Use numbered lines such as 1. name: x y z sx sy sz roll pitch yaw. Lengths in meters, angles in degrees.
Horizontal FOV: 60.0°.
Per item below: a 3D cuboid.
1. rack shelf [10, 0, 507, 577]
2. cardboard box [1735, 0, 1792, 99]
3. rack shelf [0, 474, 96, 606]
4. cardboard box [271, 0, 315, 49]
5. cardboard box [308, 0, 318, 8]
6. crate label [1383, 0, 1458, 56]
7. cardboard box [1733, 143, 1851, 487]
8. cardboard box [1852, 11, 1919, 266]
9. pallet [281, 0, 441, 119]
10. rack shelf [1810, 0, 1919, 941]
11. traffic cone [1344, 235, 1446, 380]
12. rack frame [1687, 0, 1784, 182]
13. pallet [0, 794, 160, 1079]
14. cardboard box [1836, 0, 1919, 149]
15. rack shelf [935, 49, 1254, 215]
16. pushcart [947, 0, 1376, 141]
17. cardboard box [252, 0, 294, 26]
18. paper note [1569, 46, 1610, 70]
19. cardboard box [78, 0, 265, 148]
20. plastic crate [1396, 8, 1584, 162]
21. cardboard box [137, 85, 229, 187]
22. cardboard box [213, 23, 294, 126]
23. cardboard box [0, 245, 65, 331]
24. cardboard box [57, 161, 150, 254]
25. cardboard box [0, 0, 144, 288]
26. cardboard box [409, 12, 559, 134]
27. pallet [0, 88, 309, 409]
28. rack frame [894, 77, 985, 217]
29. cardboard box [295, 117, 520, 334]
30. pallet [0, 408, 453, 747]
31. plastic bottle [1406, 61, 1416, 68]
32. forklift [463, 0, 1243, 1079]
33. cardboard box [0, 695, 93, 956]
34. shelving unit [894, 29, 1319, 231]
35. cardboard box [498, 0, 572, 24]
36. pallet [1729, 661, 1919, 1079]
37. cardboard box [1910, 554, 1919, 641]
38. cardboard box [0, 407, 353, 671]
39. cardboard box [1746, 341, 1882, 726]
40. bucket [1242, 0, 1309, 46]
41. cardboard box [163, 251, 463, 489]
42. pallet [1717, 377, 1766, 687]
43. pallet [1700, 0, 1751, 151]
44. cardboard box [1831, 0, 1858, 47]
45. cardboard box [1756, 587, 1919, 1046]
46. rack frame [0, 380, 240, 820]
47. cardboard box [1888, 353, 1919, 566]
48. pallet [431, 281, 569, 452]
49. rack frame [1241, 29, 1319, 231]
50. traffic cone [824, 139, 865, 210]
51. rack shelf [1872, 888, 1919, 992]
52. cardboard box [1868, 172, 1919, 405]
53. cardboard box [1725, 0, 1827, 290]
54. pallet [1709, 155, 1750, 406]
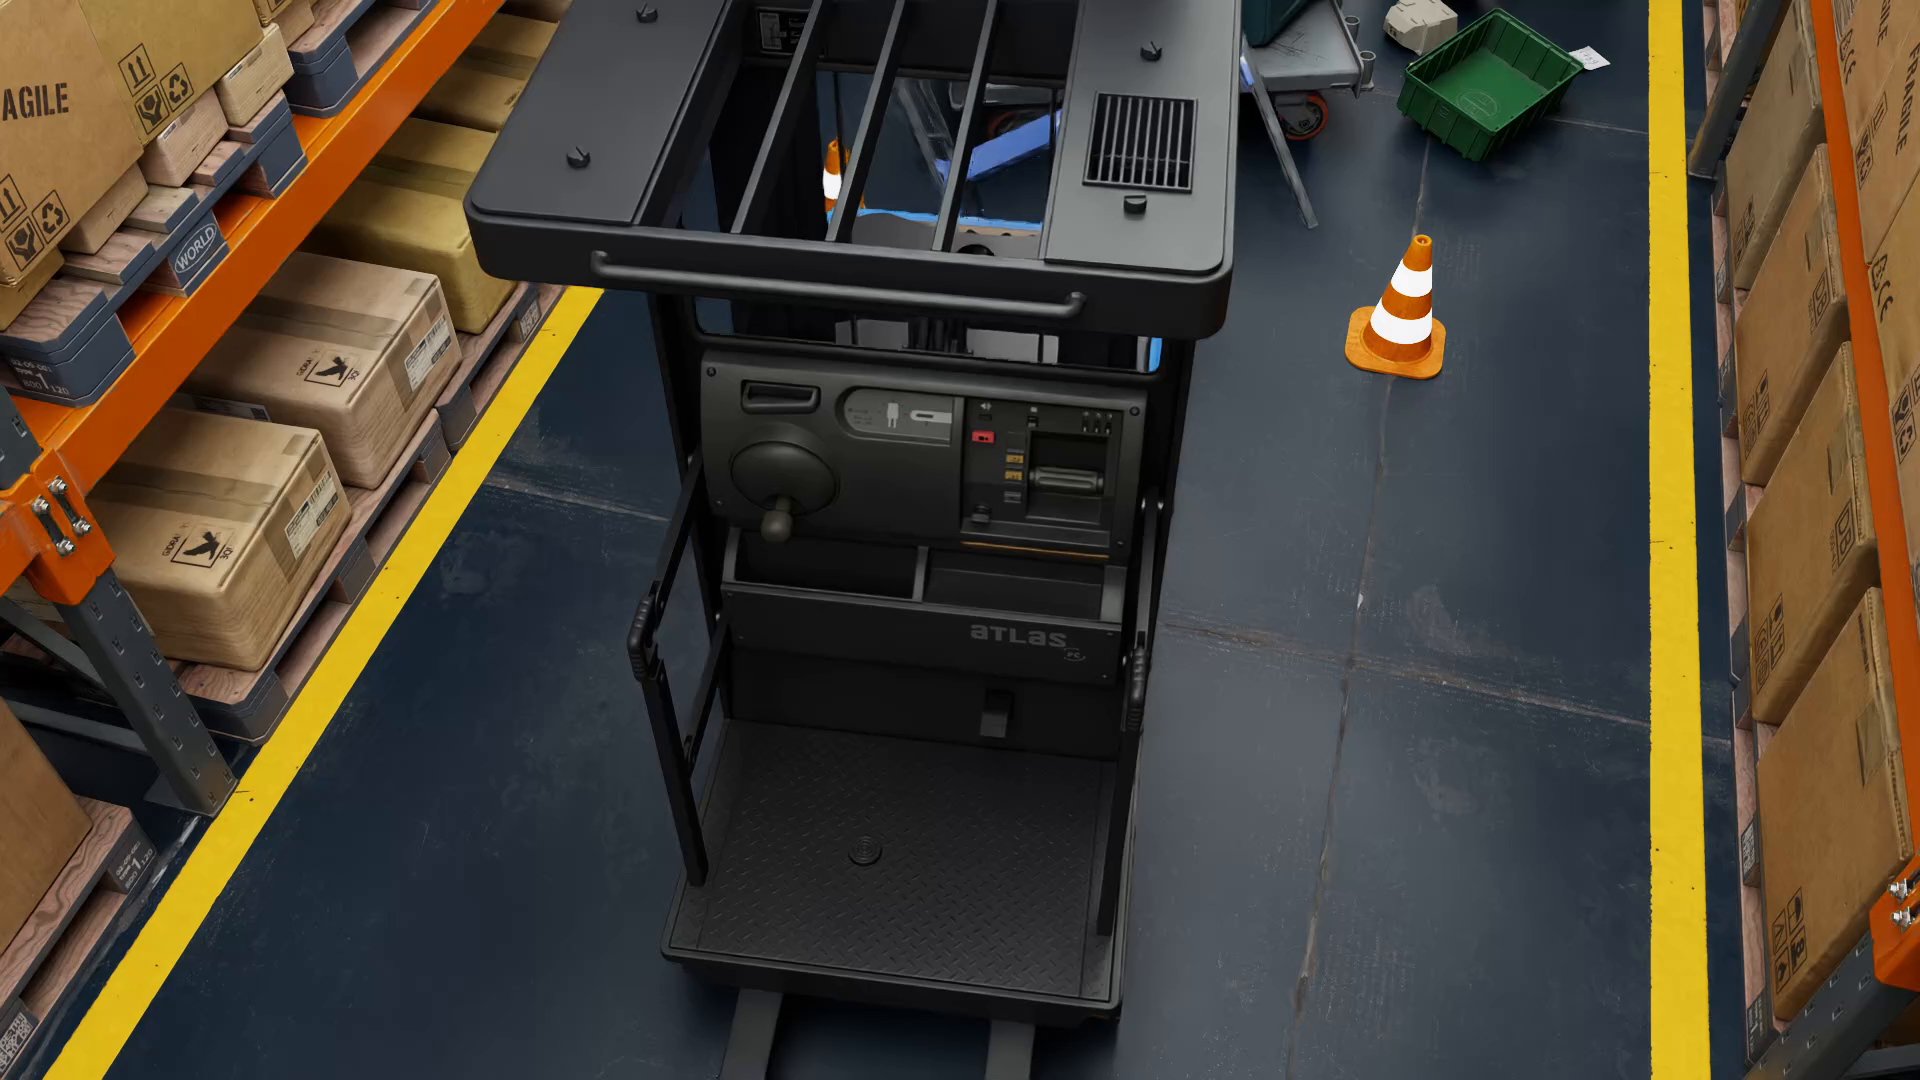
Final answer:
1. rack shelf: -1.986 -1.576 5.120 1.077 0.370 4.000 12 50 10
2. cardboard box: 3.576 -2.234 6.358 0.875 0.875 0.875 12 50 11
3. rack shelf: -3.039 1.318 2.566 1.077 0.370 4.000 12 50 10
4. cardboard box: -1.944 -1.393 4.366 0.380 0.149 0.250 14 50 12
5. cardboard box: -1.907 -1.605 4.553 0.380 0.149 0.250 13 50 12
6. crate label: 1.973 -2.209 7.108 0.298 0.136 0.250 -19 51 -16
7. cardboard box: 3.008 -0.587 4.988 1.050 0.750 0.750 12 50 10
8. cardboard box: 2.544 -0.969 4.038 0.500 0.500 0.500 12 50 11
9. pallet: -2.031 -1.744 4.916 1.003 0.211 1.213 12 50 10
10. rack shelf: 2.816 -0.672 4.322 1.077 0.370 4.000 12 50 10
11. traffic cone: 1.533 -0.845 5.687 0.336 0.463 0.334 12 50 10
12. rack frame: 3.343 -2.357 5.329 1.000 3.000 0.127 12 50 10
13. pallet: -2.792 1.111 4.129 1.003 0.211 1.213 12 50 10
14. cardboard box: 2.678 -1.336 4.362 0.500 0.500 0.500 11 50 10
15. rack shelf: 0.447 -1.352 5.400 1.000 0.185 0.538 -21 9 14
16. pushcart: 0.753 -1.979 6.745 1.648 0.377 0.936 -4 49 -3
17. cardboard box: -1.907 -1.681 4.188 0.500 0.500 0.500 12 50 11
18. paper note: 2.646 -2.039 7.029 0.147 0.020 0.142 -19 51 -16
19. cardboard box: -2.040 -1.296 3.848 0.500 0.500 0.500 14 50 12
20. plastic crate: 2.124 -1.829 6.701 0.662 0.188 0.450 -37 68 -28
21. cardboard box: -2.024 -1.008 4.026 0.380 0.149 0.250 9 49 8
22. cardboard box: -1.932 -1.203 4.198 0.380 0.149 0.250 12 50 10
23. cardboard box: -2.247 -0.621 3.685 0.380 0.149 0.250 9 49 8
24. cardboard box: -2.141 -0.819 3.860 0.380 0.149 0.250 9 49 8
25. cardboard box: -2.171 -0.917 3.514 0.500 0.500 0.500 10 49 9
26. cardboard box: -1.781 -1.629 6.160 0.950 0.372 0.625 14 50 12
27. pallet: -2.427 -0.840 4.119 1.213 0.211 1.003 12 50 10
28. rack frame: -0.084 -1.334 5.493 0.032 1.500 0.500 -21 9 14
29. cardboard box: -1.962 -1.126 5.716 0.950 0.372 0.625 13 50 11
30. pallet: -2.305 -0.009 5.117 1.003 0.211 1.213 12 50 10
31. plastic bottle: 1.959 -1.882 6.870 0.133 0.061 0.283 -11 50 -10
32. forklift: -0.111 -0.061 3.349 1.130 2.935 3.031 6 49 5
33. cardboard box: -2.774 0.680 3.786 0.875 0.875 0.875 11 50 10
34. shelving unit: 0.376 -1.515 5.374 1.048 1.500 0.538 -21 9 14
35. cardboard box: -1.595 -2.150 6.619 0.950 0.372 0.625 12 50 11
36. pallet: 2.570 0.904 4.311 1.003 0.211 1.213 12 50 10
37. cardboard box: 2.149 0.125 3.073 0.500 0.500 0.500 12 50 10
38. cardboard box: -2.354 -0.043 4.760 0.950 0.372 0.625 9 49 7
39. cardboard box: 2.764 0.086 4.394 1.050 0.750 0.750 12 50 11
40. bucket: 1.154 -2.330 6.475 0.726 0.611 0.620 28 64 22
41. cardboard box: -2.167 -0.579 5.233 0.950 0.372 0.625 11 49 9
42. pallet: 2.893 0.024 5.088 1.003 0.211 1.213 12 50 10
43. pallet: 3.618 -1.968 6.847 1.003 0.211 1.213 12 50 10
44. cardboard box: 2.812 -1.697 4.680 0.500 0.500 0.500 12 50 10
45. cardboard box: 2.537 0.719 3.835 1.050 0.750 0.750 11 49 10
46. rack frame: -2.512 -0.367 3.573 1.000 3.000 0.127 12 50 10
47. cardboard box: 2.282 -0.236 3.391 0.500 0.500 0.500 12 50 10
48. pallet: -1.982 -0.889 5.894 1.003 0.211 1.213 12 50 10
49. rack frame: 0.836 -1.696 5.255 0.032 1.500 0.500 -21 9 14
50. traffic cone: -0.435 -1.248 6.043 0.336 0.463 0.334 12 50 10
51. rack shelf: 1.763 2.221 1.769 1.077 0.370 4.000 12 50 10
52. cardboard box: 2.414 -0.597 3.710 0.500 0.500 0.500 11 49 9
53. cardboard box: 3.266 -1.284 5.603 1.050 0.750 0.750 11 50 10
54. pallet: 3.212 -0.861 5.869 1.003 0.211 1.213 12 50 10
